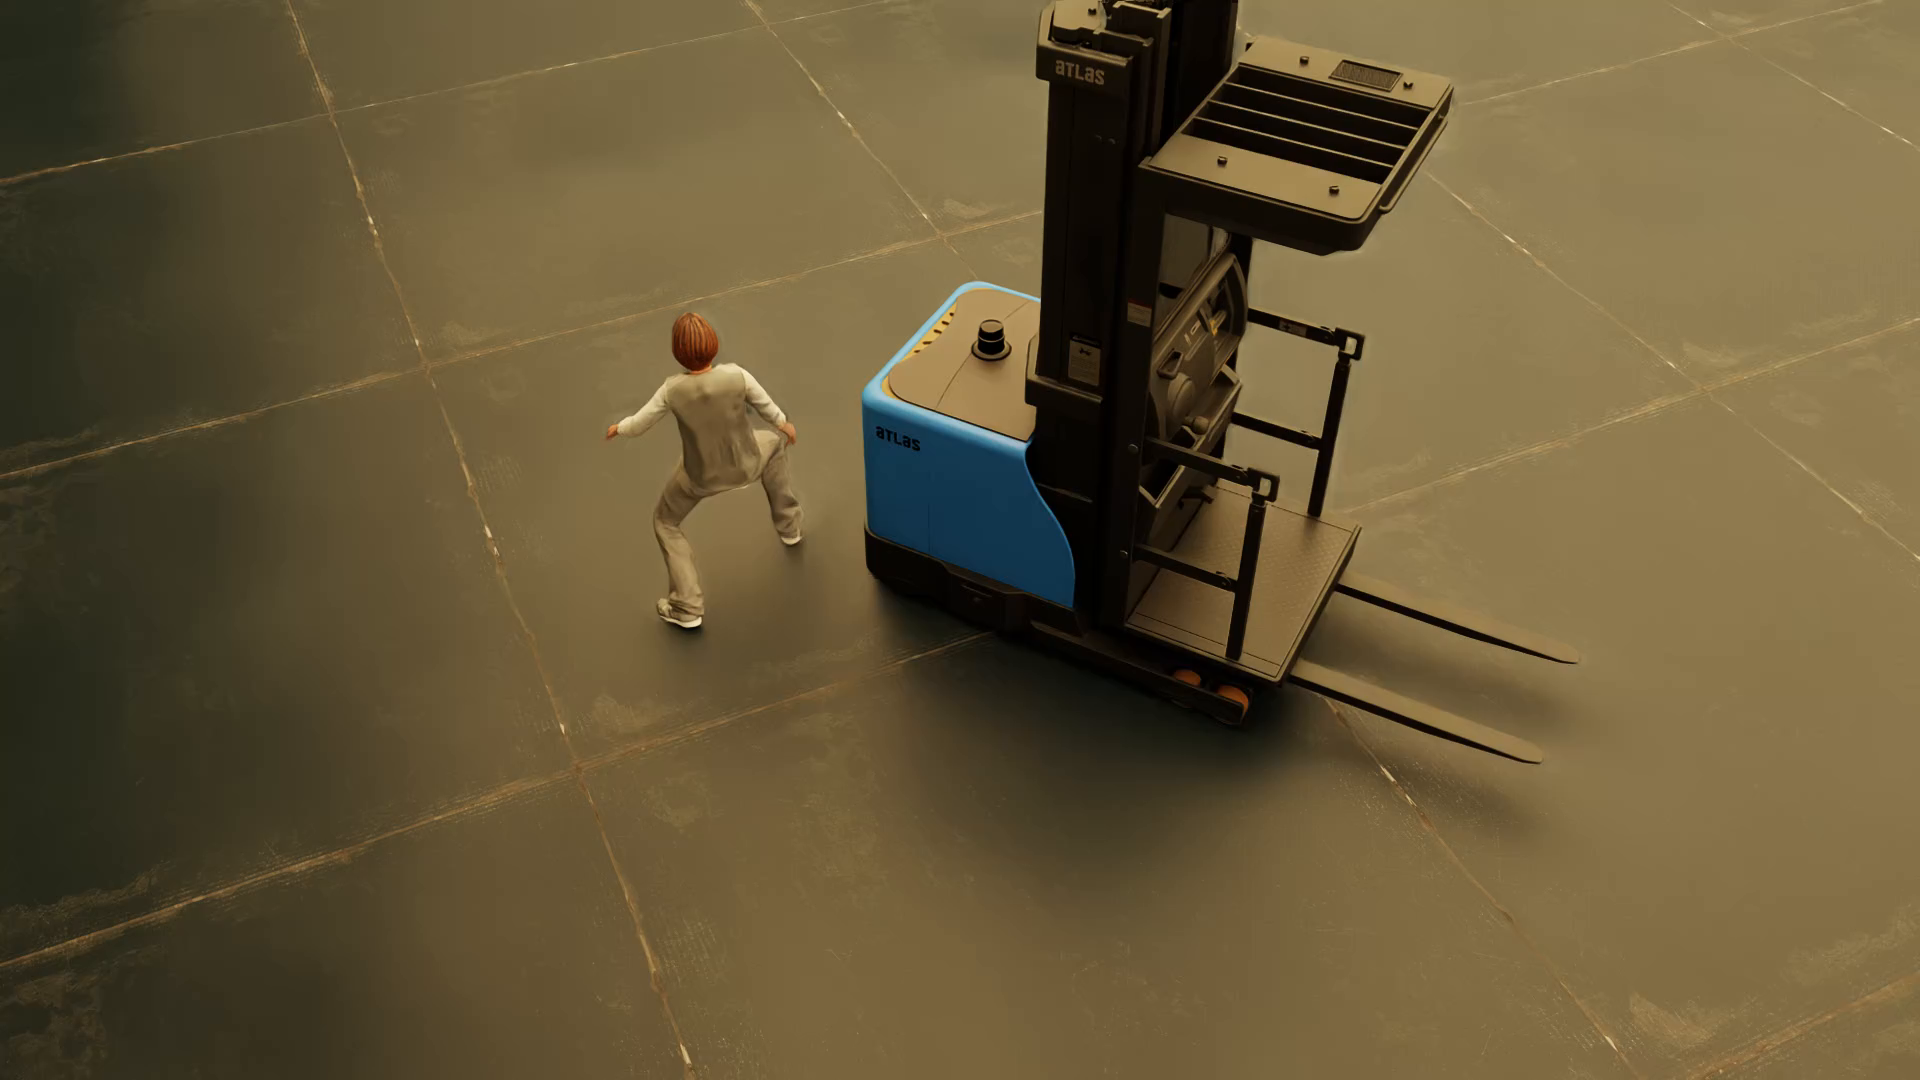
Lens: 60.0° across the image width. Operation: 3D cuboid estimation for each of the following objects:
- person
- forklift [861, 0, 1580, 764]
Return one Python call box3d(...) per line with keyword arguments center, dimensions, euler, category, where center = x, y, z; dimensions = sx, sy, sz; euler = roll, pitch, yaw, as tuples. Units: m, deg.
box3d(center=(-1.092, -0.356, 7.168), dimensions=(0.822, 1.465, 0.651), euler=(-9, 44, -10), category="person")
box3d(center=(1.116, -0.715, 6.446), dimensions=(3.031, 2.935, 1.130), euler=(20, 47, 20), category="forklift")
